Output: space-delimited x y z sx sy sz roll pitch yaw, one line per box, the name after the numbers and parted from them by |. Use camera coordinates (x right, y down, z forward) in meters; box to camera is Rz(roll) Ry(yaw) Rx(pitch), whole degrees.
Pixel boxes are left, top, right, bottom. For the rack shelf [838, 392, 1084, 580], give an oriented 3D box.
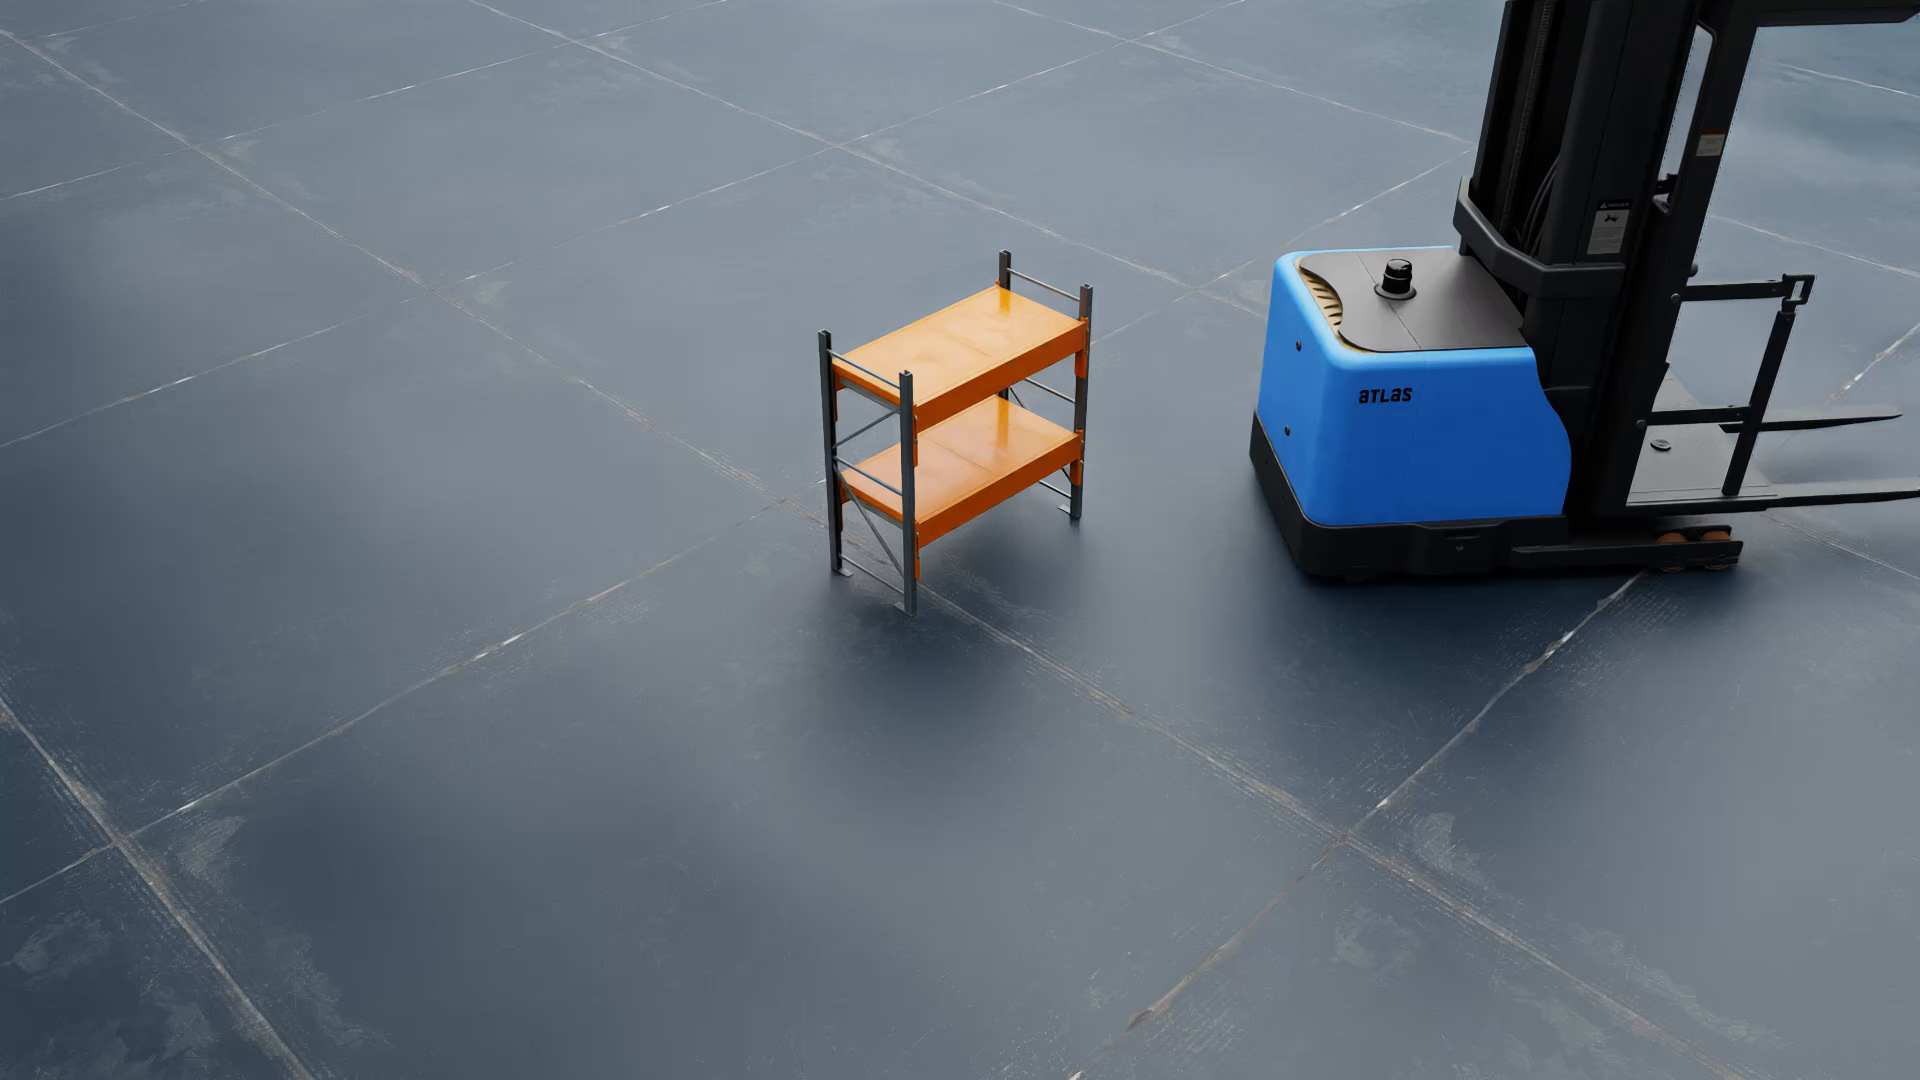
-0.005 -0.258 7.064 0.538 0.278 1.000 30 45 35 | rack shelf

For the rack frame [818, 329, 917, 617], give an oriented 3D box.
-0.363 -0.252 6.628 0.500 1.125 0.032 30 45 35 | rack frame

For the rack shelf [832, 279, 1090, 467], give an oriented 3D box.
-0.005 -0.699 6.757 0.538 0.278 1.000 30 45 35 | rack shelf

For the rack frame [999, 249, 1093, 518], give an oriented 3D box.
0.353 -0.665 7.220 0.500 1.125 0.032 30 45 35 | rack frame

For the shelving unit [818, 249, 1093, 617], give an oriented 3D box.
-0.005 -0.459 6.924 0.538 1.125 1.048 30 45 35 | shelving unit

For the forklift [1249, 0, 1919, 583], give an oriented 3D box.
2.883 -1.365 6.646 3.031 2.935 1.130 -3 35 -4 | forklift
